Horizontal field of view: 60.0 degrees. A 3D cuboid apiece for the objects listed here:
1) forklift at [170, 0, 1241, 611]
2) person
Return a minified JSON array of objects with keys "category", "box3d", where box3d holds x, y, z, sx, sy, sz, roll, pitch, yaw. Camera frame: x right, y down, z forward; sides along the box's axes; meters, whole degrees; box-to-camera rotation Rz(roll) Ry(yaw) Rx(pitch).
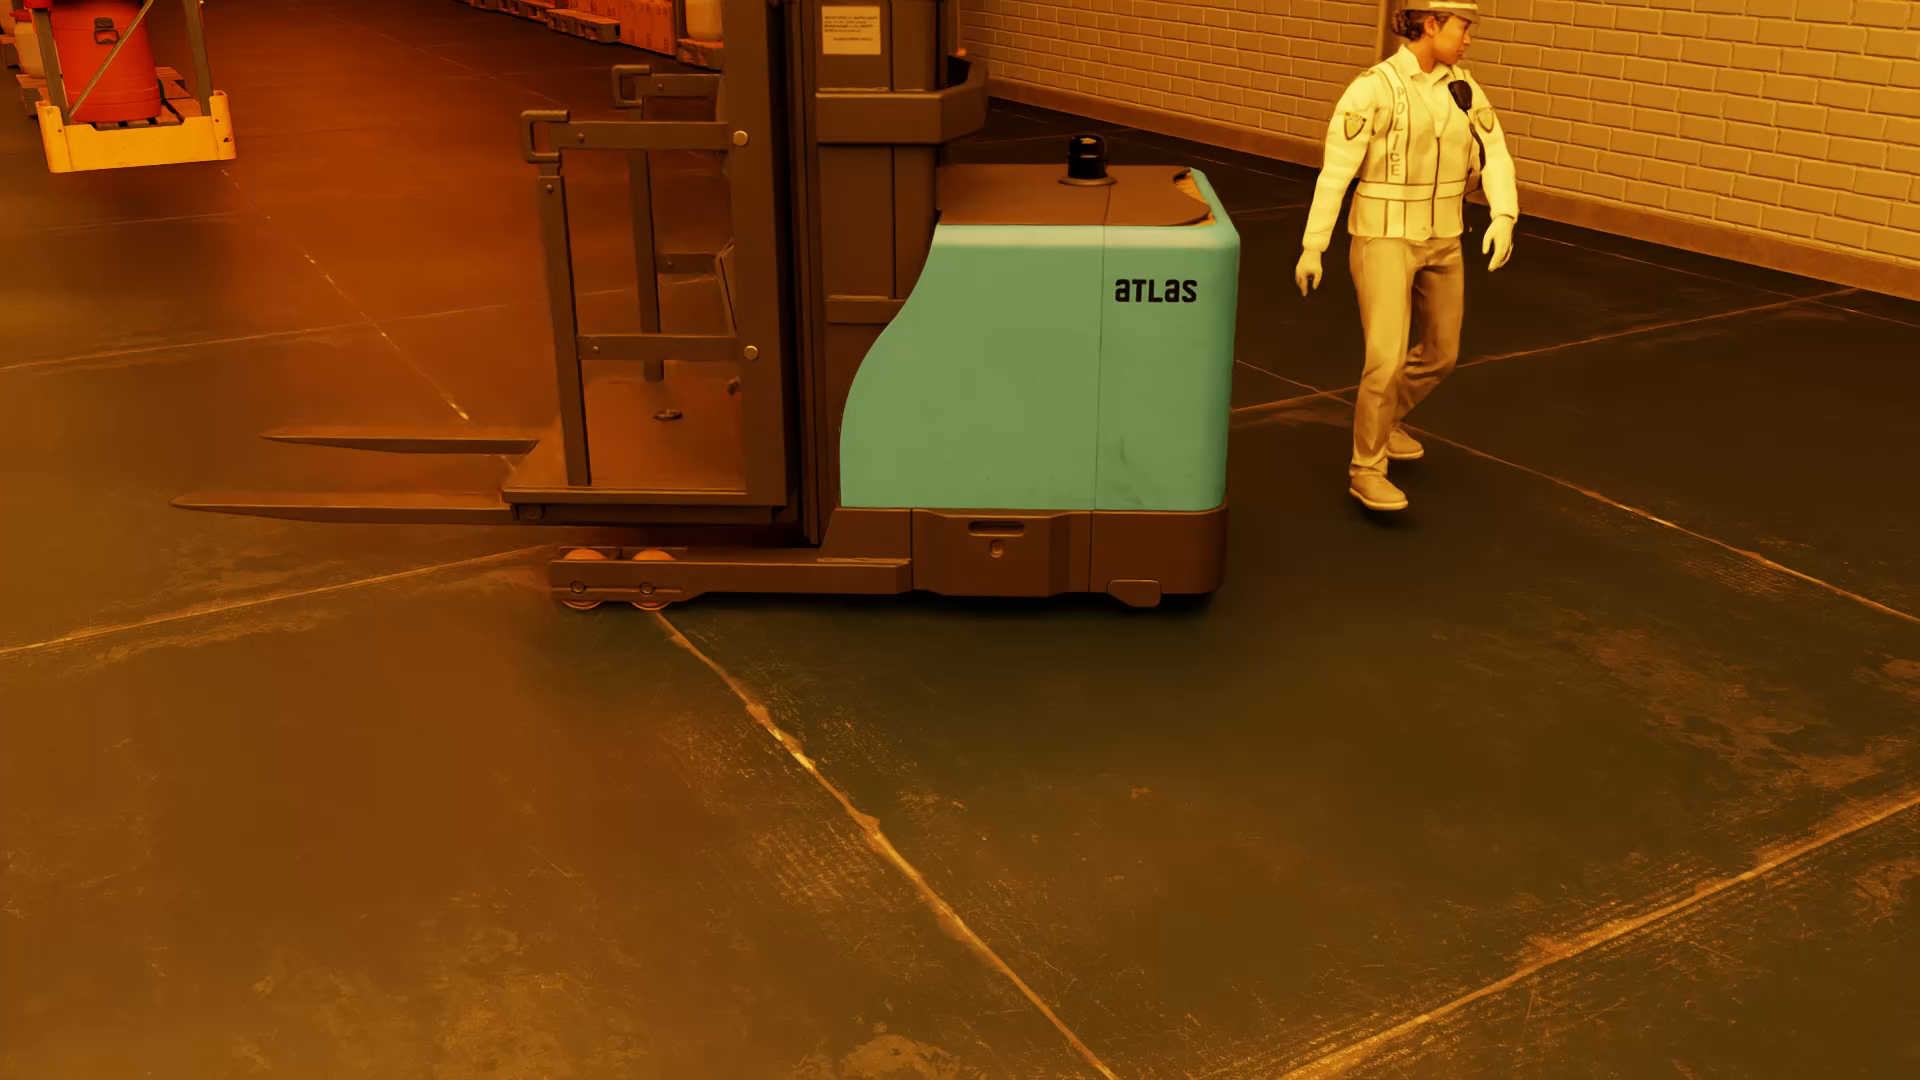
[{"category":"forklift","box3d":[-0.759,-1.358,4.584,3.031,2.935,1.130,1,22,2]},{"category":"person","box3d":[1.362,-0.920,5.176,0.626,1.587,0.715,-10,24,-23]}]
